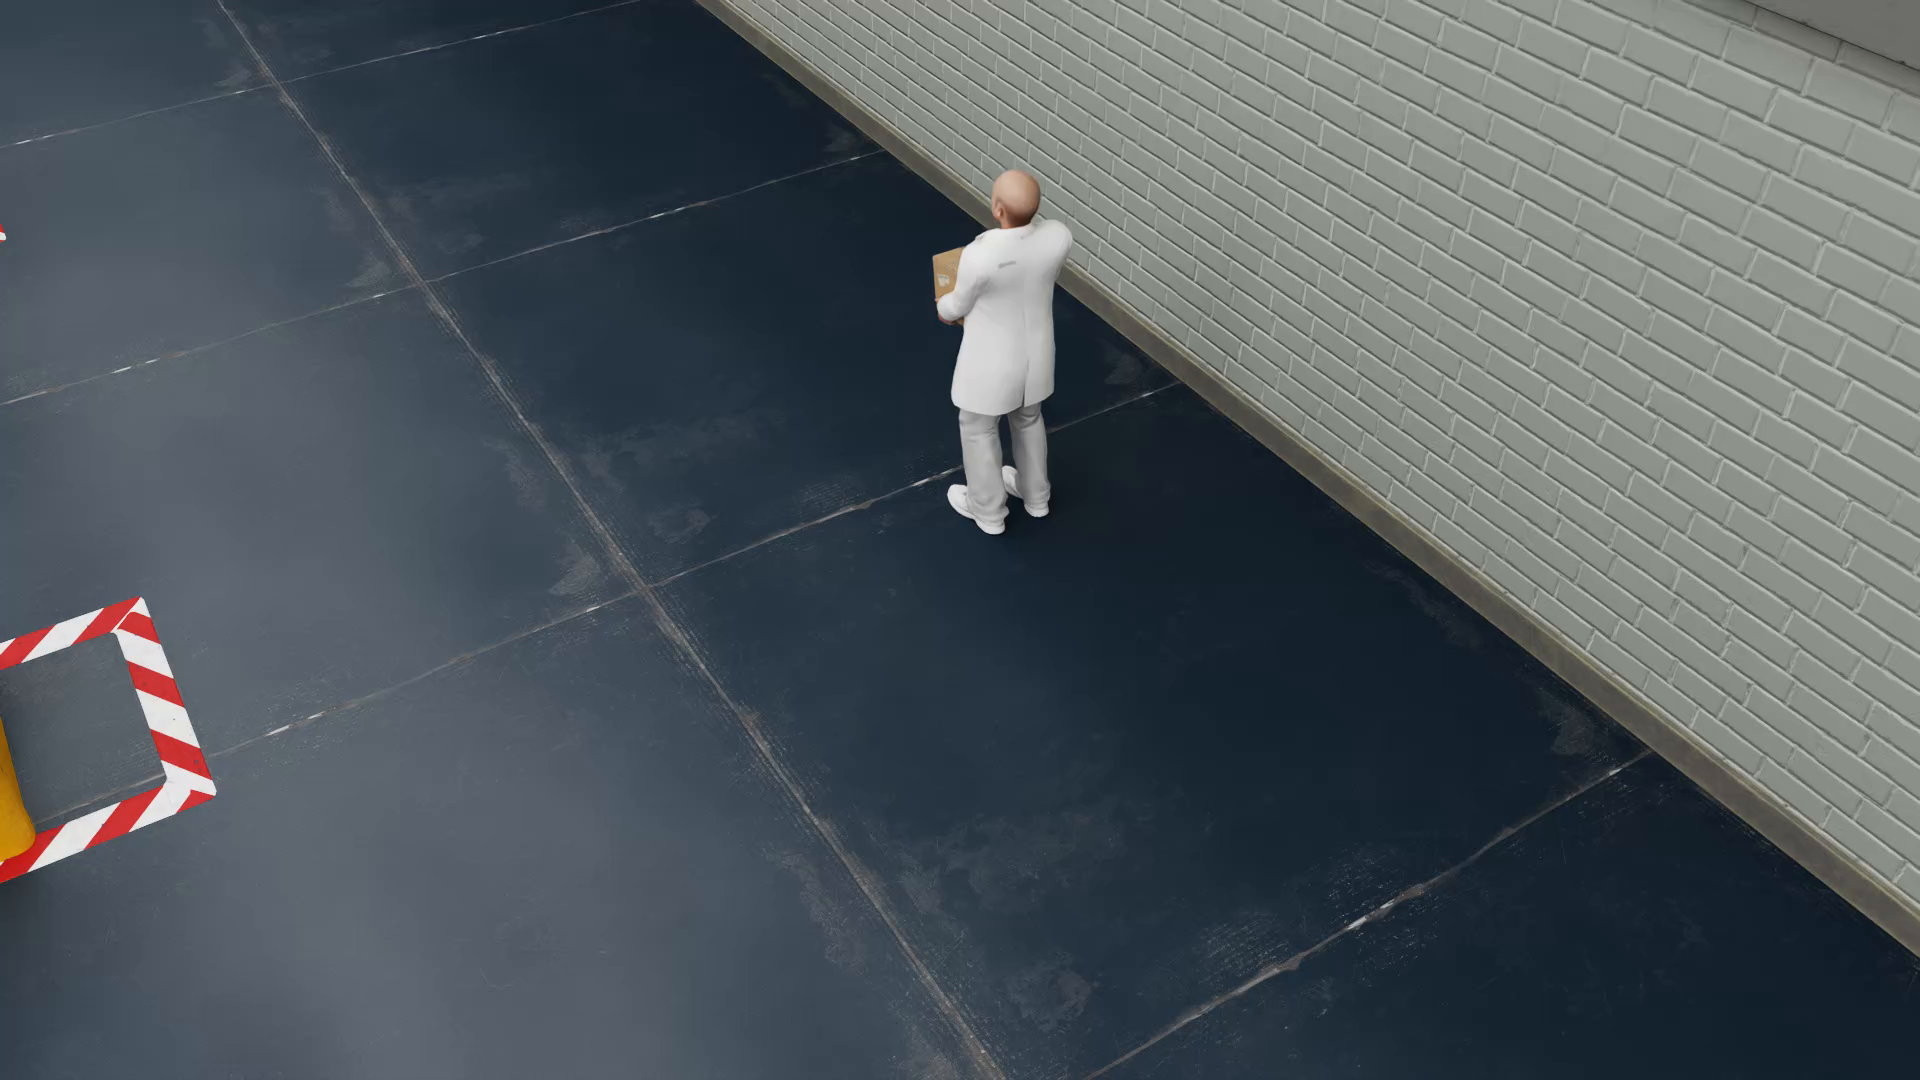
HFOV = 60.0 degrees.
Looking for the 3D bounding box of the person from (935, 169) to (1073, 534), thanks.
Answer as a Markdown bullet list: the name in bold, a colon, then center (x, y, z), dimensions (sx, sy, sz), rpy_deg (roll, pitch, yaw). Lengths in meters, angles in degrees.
- **person**: center (0.146, -0.864, 7.195), dimensions (0.530, 1.769, 0.563), rpy_deg (-22, 45, -24)
